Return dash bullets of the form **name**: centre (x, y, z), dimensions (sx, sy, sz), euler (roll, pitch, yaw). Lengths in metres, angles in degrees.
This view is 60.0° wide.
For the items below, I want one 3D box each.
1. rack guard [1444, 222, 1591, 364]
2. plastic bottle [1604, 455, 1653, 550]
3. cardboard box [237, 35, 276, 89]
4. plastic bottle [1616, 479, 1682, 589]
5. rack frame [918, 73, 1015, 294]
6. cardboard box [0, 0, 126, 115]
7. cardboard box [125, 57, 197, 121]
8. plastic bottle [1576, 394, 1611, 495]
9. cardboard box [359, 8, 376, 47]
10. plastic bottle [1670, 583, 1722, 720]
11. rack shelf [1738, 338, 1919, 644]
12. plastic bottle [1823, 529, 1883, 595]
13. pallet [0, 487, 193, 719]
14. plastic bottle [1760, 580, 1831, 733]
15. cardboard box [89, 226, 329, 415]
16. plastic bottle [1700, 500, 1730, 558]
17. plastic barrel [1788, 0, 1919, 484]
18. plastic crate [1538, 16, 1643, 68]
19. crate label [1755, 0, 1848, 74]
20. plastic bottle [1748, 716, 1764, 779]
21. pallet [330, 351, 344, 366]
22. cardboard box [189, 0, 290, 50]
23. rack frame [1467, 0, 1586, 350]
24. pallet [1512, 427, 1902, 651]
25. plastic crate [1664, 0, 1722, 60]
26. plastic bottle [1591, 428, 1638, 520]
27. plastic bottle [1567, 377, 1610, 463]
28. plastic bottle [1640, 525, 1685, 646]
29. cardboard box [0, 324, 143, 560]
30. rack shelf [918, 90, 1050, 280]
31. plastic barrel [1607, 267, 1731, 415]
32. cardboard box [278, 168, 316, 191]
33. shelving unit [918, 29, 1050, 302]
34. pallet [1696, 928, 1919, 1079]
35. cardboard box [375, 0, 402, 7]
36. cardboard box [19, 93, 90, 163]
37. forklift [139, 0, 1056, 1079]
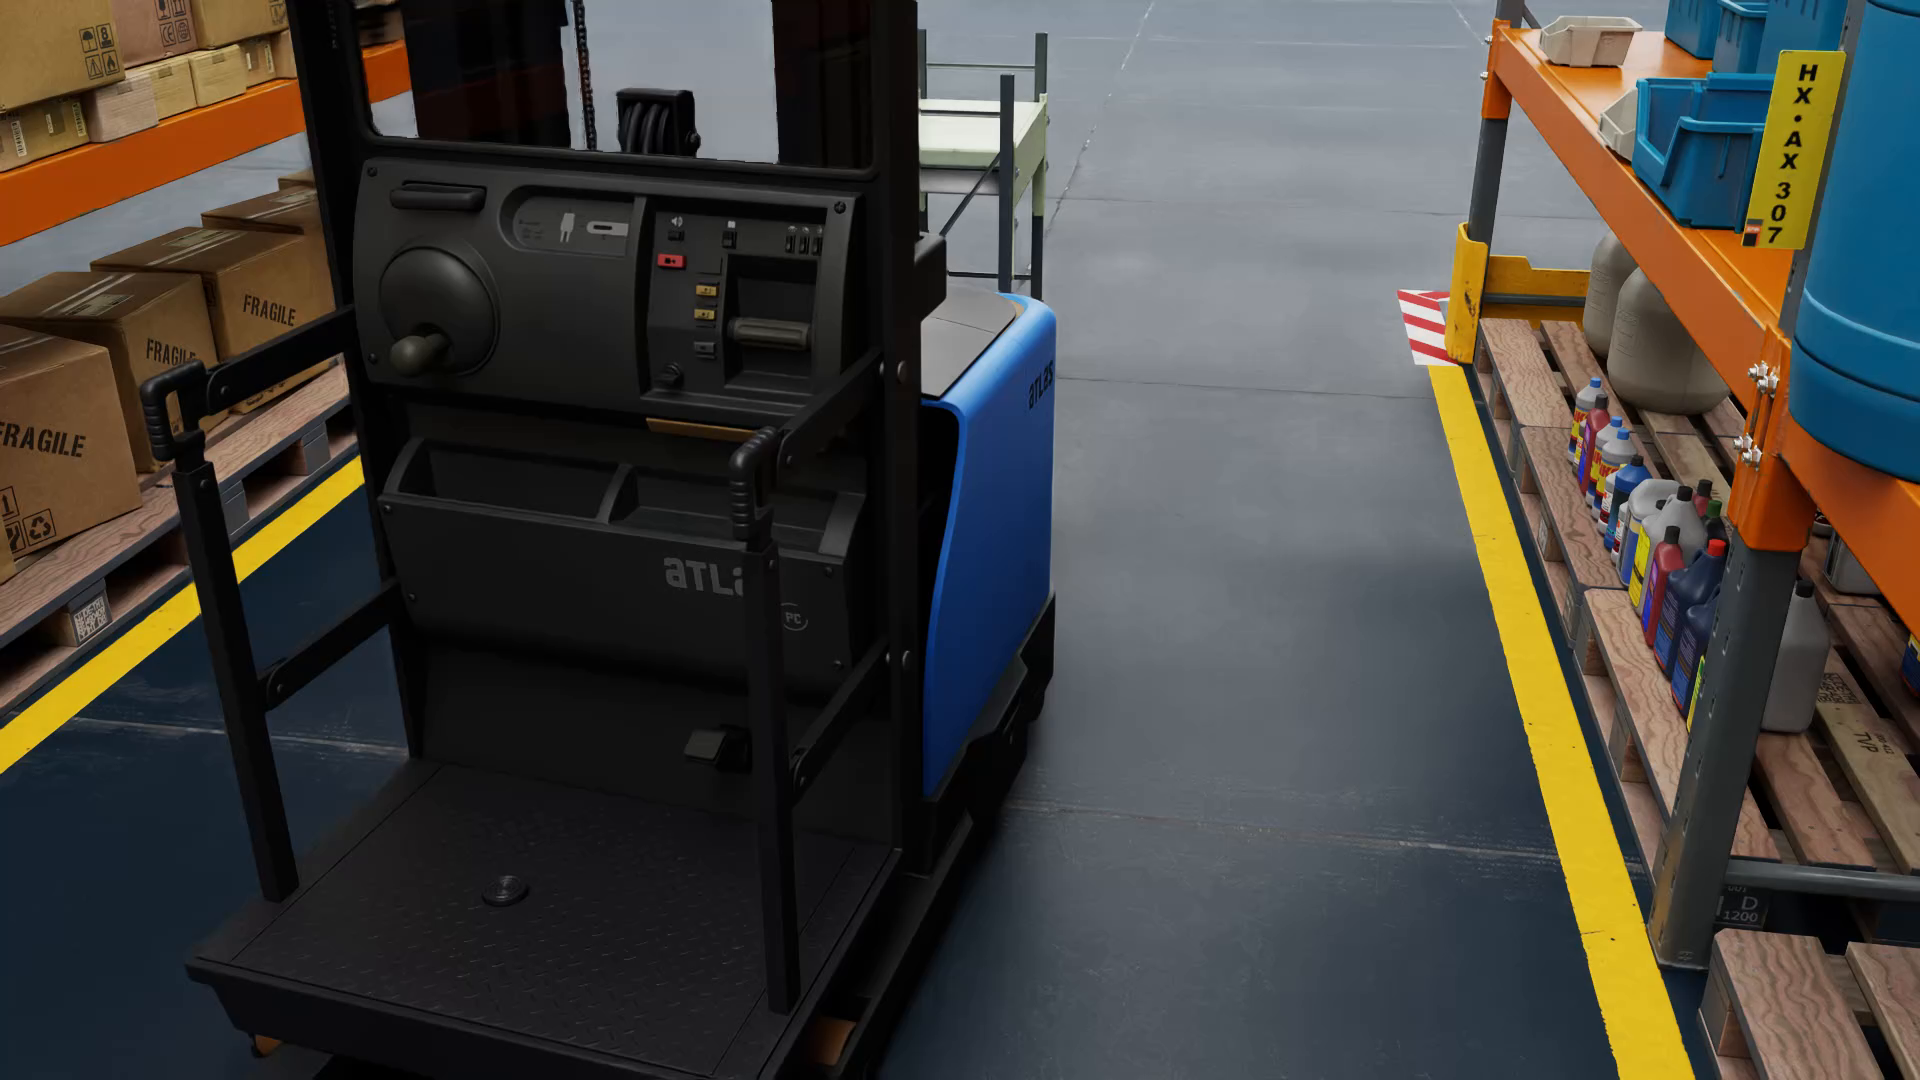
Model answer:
- **rack guard**: centre (2.611, -0.982, 6.759), dimensions (1.175, 0.500, 0.348), euler (4, 25, 9)
- **plastic bottle**: centre (1.868, -0.106, 4.638), dimensions (0.097, 0.271, 0.097), euler (0, 25, 0)
- **cardboard box**: centre (-2.403, -1.511, 5.236), dimensions (0.380, 0.149, 0.250), euler (4, 25, 9)
- **plastic bottle**: centre (1.859, -0.014, 4.436), dimensions (0.152, 0.276, 0.135), euler (4, 25, 9)
- **rack frame**: centre (-0.059, -0.529, 4.611), dimensions (0.400, 1.500, 0.023), euler (4, 25, 9)
- **cardboard box**: centre (-2.712, -1.390, 4.213), dimensions (0.875, 0.500, 0.500), euler (4, 25, 9)
- **cardboard box**: centre (-2.451, -1.299, 4.784), dimensions (0.380, 0.149, 0.250), euler (4, 25, 9)
- **plastic bottle**: centre (1.919, -0.288, 5.013), dimensions (0.061, 0.283, 0.133), euler (4, 25, 9)
- **cardboard box**: centre (-2.321, -1.827, 5.912), dimensions (0.380, 0.149, 0.250), euler (4, 25, 9)
- **plastic bottle**: centre (1.745, 0.235, 3.816), dimensions (0.144, 0.351, 0.185), euler (3, 25, 7)
- **rack shelf**: centre (1.597, 0.686, 1.095), dimensions (1.077, 0.370, 4.000), euler (4, 25, 9)
- **plastic bottle**: centre (2.415, -0.007, 4.421), dimensions (0.152, 0.276, 0.135), euler (4, 25, 9)
- **pallet**: centre (-2.888, 0.160, 4.659), dimensions (1.003, 0.211, 1.213), euler (4, 25, 9)
- **plastic bottle**: centre (1.887, 0.245, 3.795), dimensions (0.144, 0.351, 0.185), euler (4, 25, 9)
- **cardboard box**: centre (-2.612, -0.778, 5.826), dimensions (0.500, 0.500, 0.500), euler (6, 26, 13)
- **plastic bottle**: centre (1.934, 0.046, 4.298), dimensions (0.061, 0.283, 0.133), euler (4, 25, 9)
- **plastic barrel**: centre (1.562, -0.563, 2.323), dimensions (0.600, 0.901, 0.708), euler (4, 25, 9)
- **plastic crate**: centre (2.114, -1.678, 5.607), dimensions (0.298, 0.136, 0.250), euler (4, 25, 9)
- **crate label**: centre (2.543, -1.377, 4.611), dimensions (0.502, 0.435, 0.616), euler (4, 25, 9)
- **plastic bottle**: centre (1.675, 0.418, 3.600), dimensions (0.097, 0.201, 0.097), euler (0, 25, 0)
- **pallet**: centre (-2.489, -0.860, 6.839), dimensions (1.003, 0.211, 1.213), euler (4, 25, 9)
- **cardboard box**: centre (-2.607, -1.813, 5.115), dimensions (0.875, 0.500, 0.500), euler (4, 25, 9)
- **rack frame**: centre (2.577, -2.149, 6.304), dimensions (1.000, 3.000, 0.127), euler (4, 25, 9)
- **pallet**: centre (2.272, -0.003, 5.008), dimensions (1.003, 0.211, 1.213), euler (4, 25, 9)
- **plastic crate**: centre (2.791, -1.852, 5.844), dimensions (0.499, 0.251, 0.616), euler (4, 25, 9)
- **plastic bottle**: centre (1.901, -0.191, 4.819), dimensions (0.097, 0.271, 0.097), euler (0, 25, 0)
- **plastic bottle**: centre (1.974, -0.376, 5.215), dimensions (0.097, 0.271, 0.097), euler (0, 25, 0)
- **plastic bottle**: centre (1.761, 0.114, 4.153), dimensions (0.061, 0.283, 0.133), euler (6, 26, 12)
- **cardboard box**: centre (-2.772, -0.282, 4.768), dimensions (0.500, 0.500, 0.500), euler (13, 28, 25)
- **rack shelf**: centre (0.001, -1.036, 4.773), dimensions (0.431, 0.370, 0.720), euler (4, 25, 9)
- **plastic barrel**: centre (2.463, -0.723, 5.695), dimensions (0.421, 0.512, 0.421), euler (0, 25, 0)
- **cardboard box**: centre (-2.428, -1.291, 6.922), dimensions (0.500, 0.500, 0.500), euler (9, 27, 18)
- **shelving unit**: centre (0.001, -0.682, 4.938), dimensions (0.431, 1.500, 0.755), euler (4, 25, 9)
- **pallet**: centre (1.834, 1.118, 2.613), dimensions (1.003, 0.211, 1.213), euler (4, 25, 9)
- **cardboard box**: centre (-2.389, -2.227, 6.001), dimensions (0.875, 0.500, 0.500), euler (4, 25, 9)
- **cardboard box**: centre (-2.532, -1.090, 4.337), dimensions (0.380, 0.149, 0.250), euler (4, 25, 9)
- **forklift**: centre (-0.684, -0.402, 2.652), dimensions (1.130, 2.935, 3.031), euler (8, 26, 16)
